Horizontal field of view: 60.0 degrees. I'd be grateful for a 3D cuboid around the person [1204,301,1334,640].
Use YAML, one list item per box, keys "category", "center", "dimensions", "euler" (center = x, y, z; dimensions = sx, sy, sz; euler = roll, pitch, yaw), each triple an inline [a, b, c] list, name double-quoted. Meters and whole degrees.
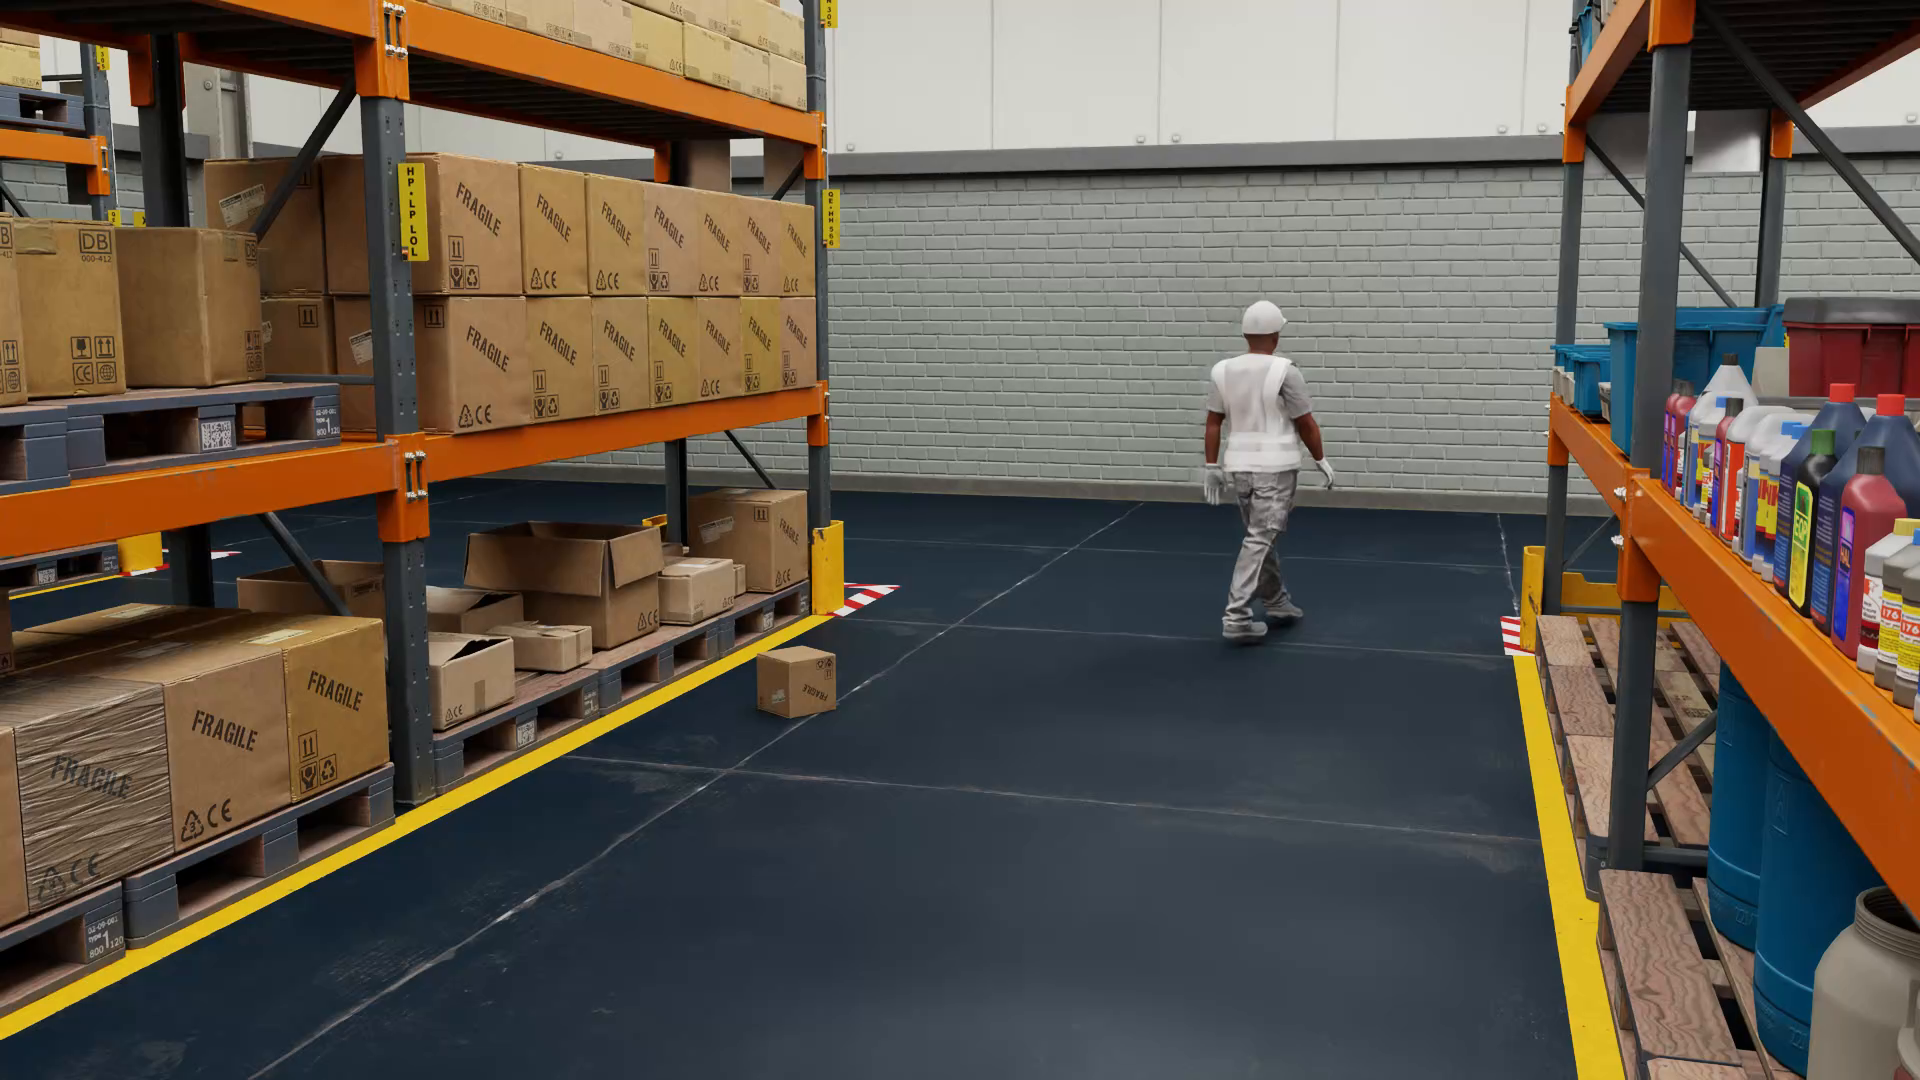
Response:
- category: "person"
  center: [1.684, -0.383, 8.808]
  dimensions: [0.898, 1.754, 0.548]
  euler: [-7, 11, -42]
